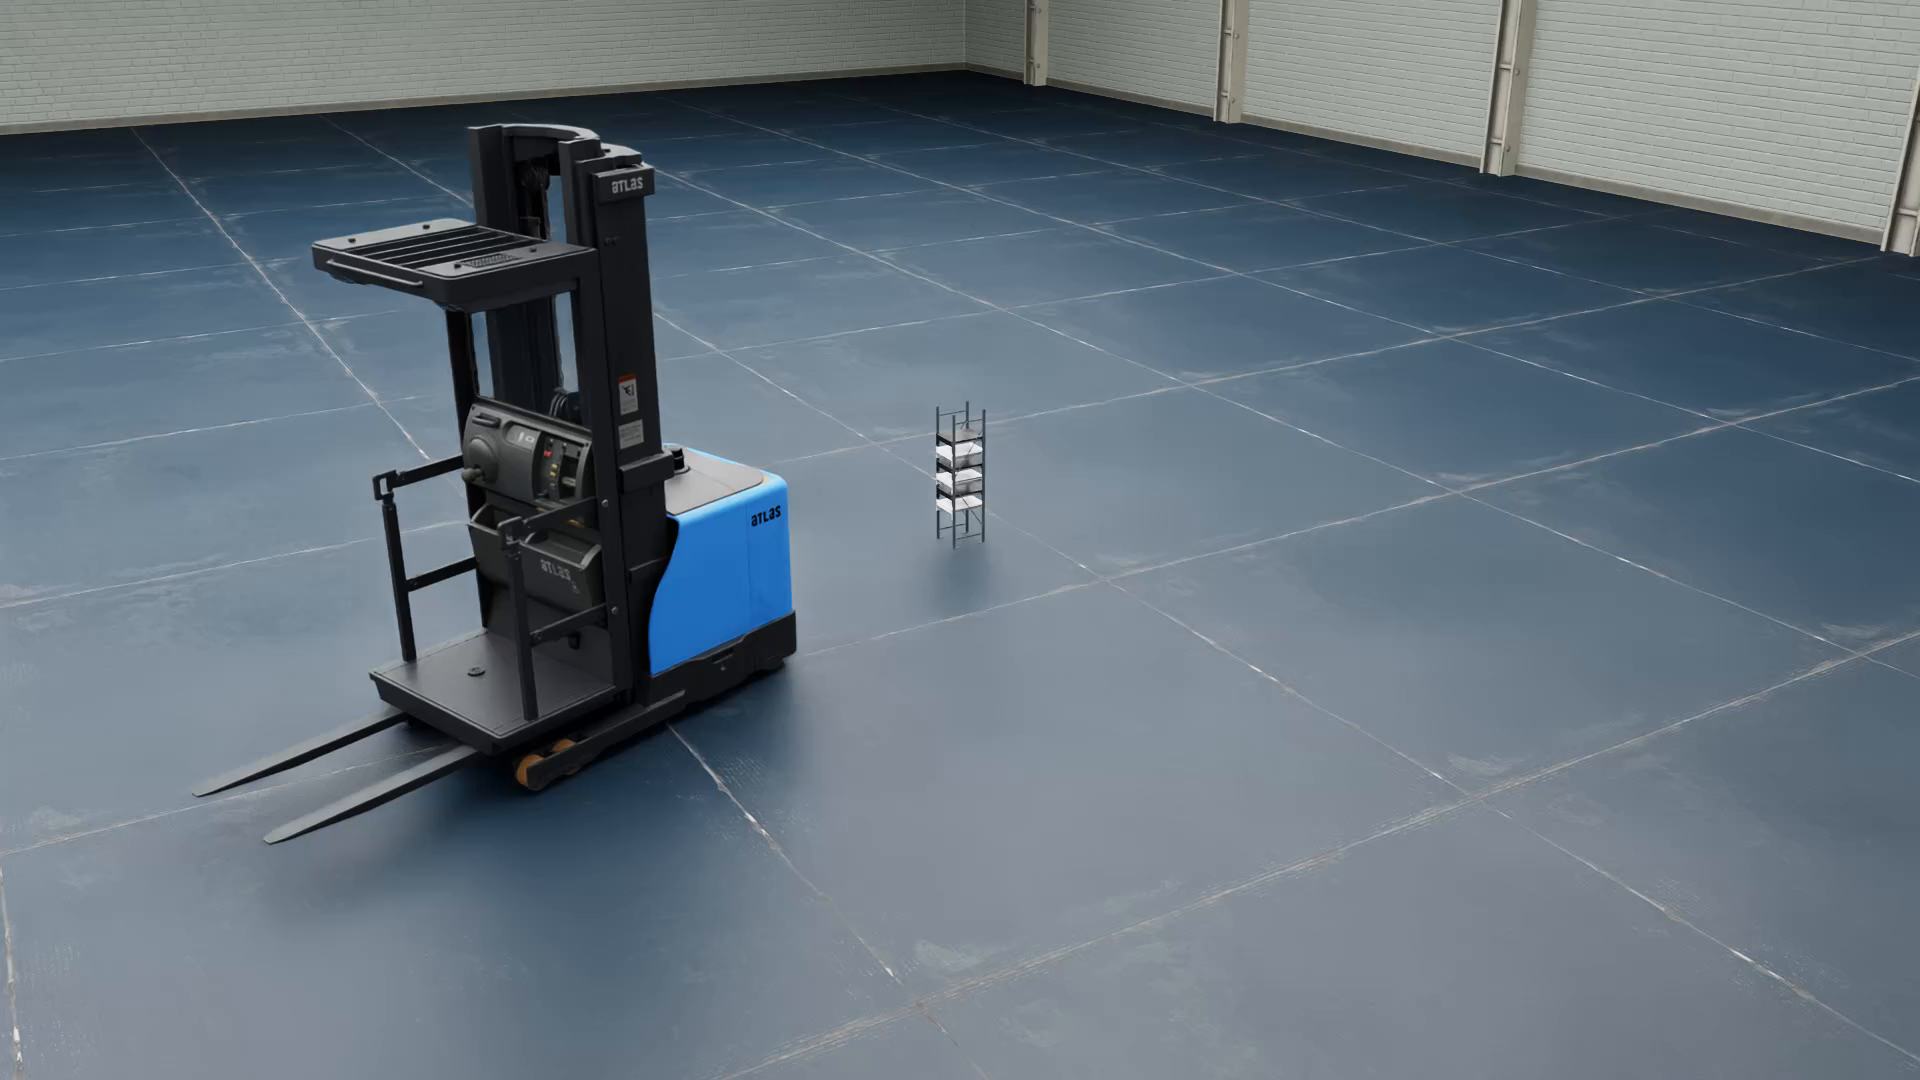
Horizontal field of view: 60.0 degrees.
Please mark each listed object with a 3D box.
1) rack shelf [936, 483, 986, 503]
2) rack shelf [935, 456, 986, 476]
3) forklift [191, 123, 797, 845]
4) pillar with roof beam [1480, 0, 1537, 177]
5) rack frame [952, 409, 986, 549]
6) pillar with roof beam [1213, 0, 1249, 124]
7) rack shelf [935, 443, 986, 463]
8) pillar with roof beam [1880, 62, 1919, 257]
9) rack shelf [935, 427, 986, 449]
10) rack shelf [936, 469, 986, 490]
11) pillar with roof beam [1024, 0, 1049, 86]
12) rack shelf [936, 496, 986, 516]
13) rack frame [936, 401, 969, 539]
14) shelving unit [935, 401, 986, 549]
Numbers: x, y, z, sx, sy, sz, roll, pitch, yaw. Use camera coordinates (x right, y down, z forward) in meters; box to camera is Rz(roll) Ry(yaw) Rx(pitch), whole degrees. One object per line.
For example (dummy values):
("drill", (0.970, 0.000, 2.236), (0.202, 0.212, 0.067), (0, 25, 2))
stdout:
("rack shelf", (0.004, -0.300, 10.682), (0.258, 0.077, 0.200), (-13, 25, -28))
("rack shelf", (0.004, -0.467, 10.614), (0.258, 0.077, 0.200), (-13, 25, -28))
("forklift", (-2.222, -0.382, 7.859), (1.130, 2.935, 3.031), (17, 28, 36))
("pillar with roof beam", (3.933, -8.545, 19.883), (9.100, 9.000, 0.400), (-13, 25, -28))
("rack frame", (0.056, -0.381, 10.555), (0.240, 0.900, 0.006), (-13, 25, -28))
("pillar with roof beam", (0.868, -10.487, 24.661), (9.100, 9.000, 0.400), (-13, 25, -28))
("rack shelf", (0.004, -0.550, 10.580), (0.258, 0.077, 0.200), (-13, 25, -28))
("pillar with roof beam", (6.998, -6.602, 15.104), (9.100, 9.000, 0.400), (-13, 25, -28))
("rack shelf", (0.004, -0.633, 10.546), (0.258, 0.077, 0.200), (-13, 25, -28))
("rack shelf", (0.004, -0.383, 10.648), (0.258, 0.077, 0.200), (-13, 25, -28))
("pillar with roof beam", (-2.197, -12.429, 29.440), (9.100, 9.000, 0.400), (-13, 25, -28))
("rack shelf", (0.004, -0.217, 10.716), (0.258, 0.077, 0.200), (-13, 25, -28))
("rack frame", (-0.048, -0.447, 10.717), (0.240, 0.900, 0.006), (-13, 25, -28))
("shelving unit", (0.004, -0.414, 10.636), (0.258, 0.900, 0.210), (-13, 25, -28))
